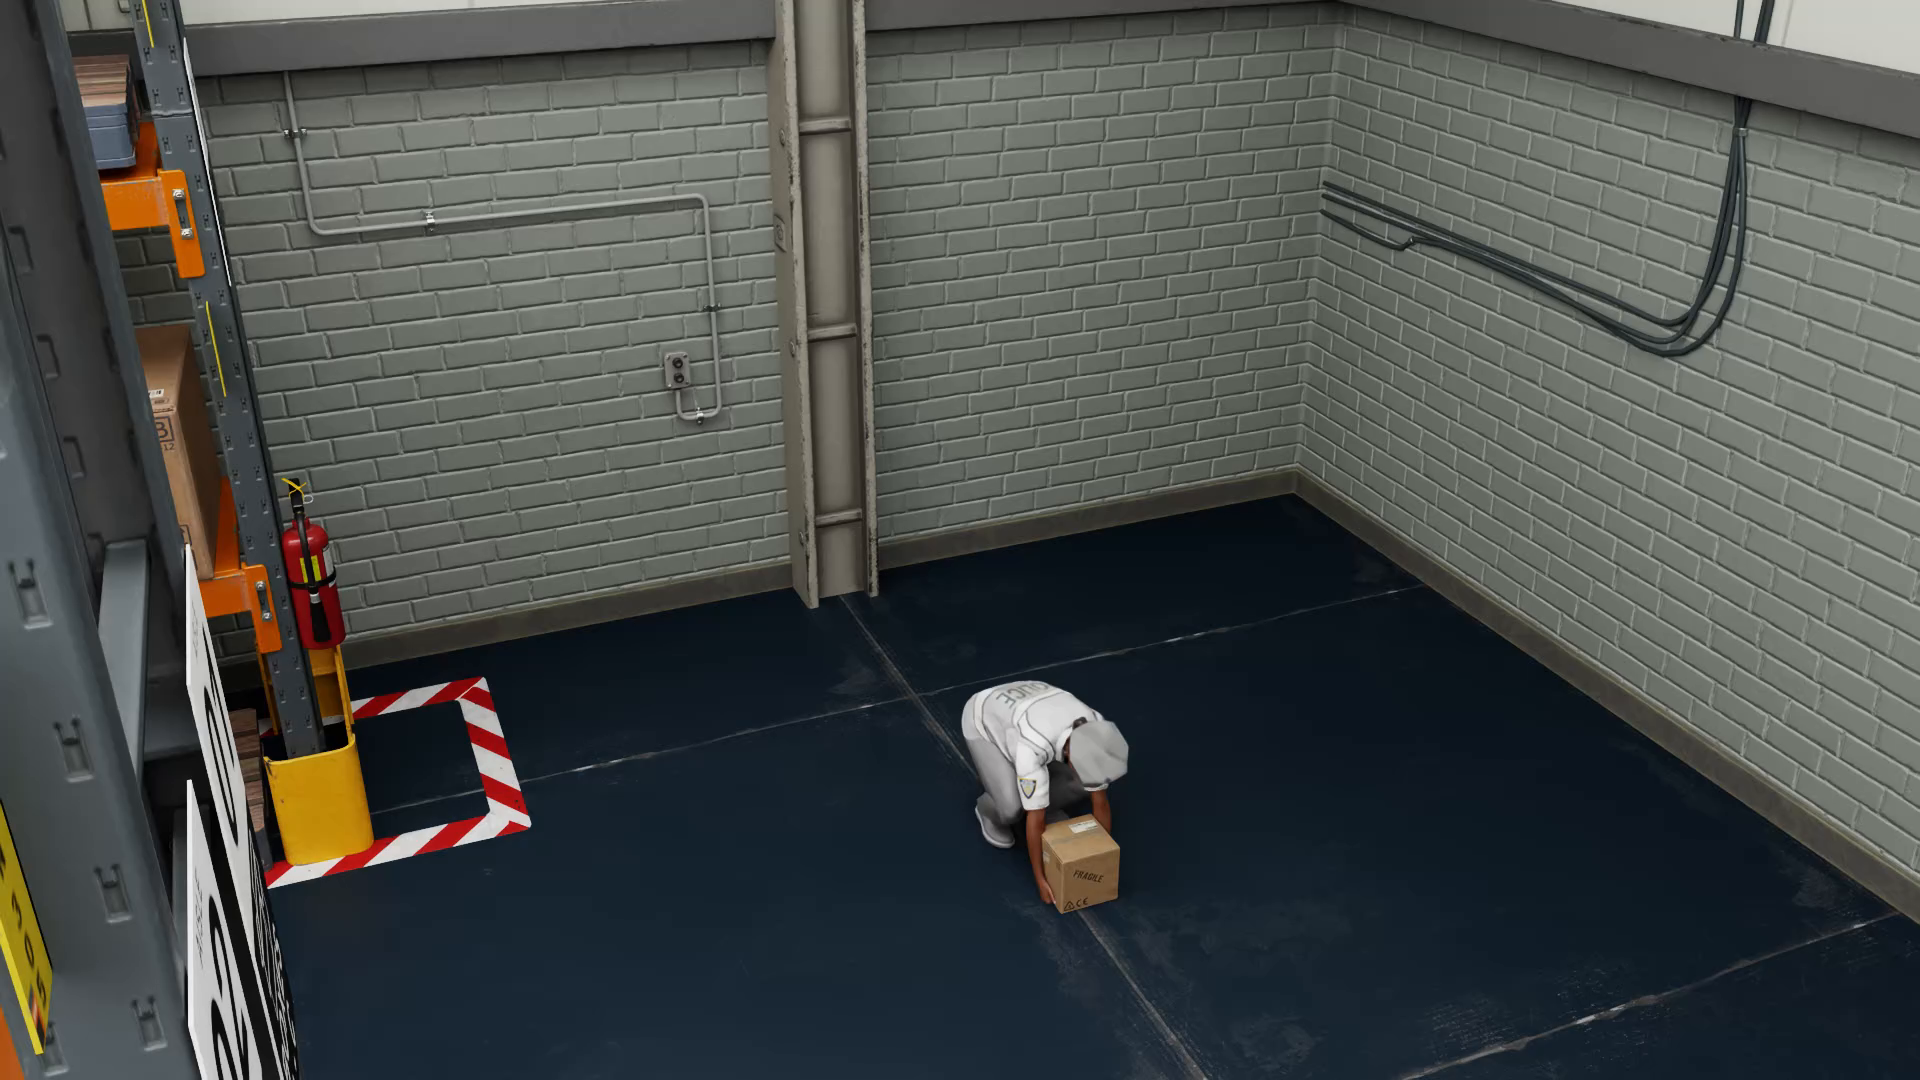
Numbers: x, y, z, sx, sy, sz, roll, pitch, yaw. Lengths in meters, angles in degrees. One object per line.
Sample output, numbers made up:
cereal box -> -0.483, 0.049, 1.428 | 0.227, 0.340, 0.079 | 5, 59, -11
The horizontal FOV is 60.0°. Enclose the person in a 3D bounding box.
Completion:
person -> 0.336, 0.946, 6.745 | 0.457, 0.808, 0.909 | -11, 28, -22
